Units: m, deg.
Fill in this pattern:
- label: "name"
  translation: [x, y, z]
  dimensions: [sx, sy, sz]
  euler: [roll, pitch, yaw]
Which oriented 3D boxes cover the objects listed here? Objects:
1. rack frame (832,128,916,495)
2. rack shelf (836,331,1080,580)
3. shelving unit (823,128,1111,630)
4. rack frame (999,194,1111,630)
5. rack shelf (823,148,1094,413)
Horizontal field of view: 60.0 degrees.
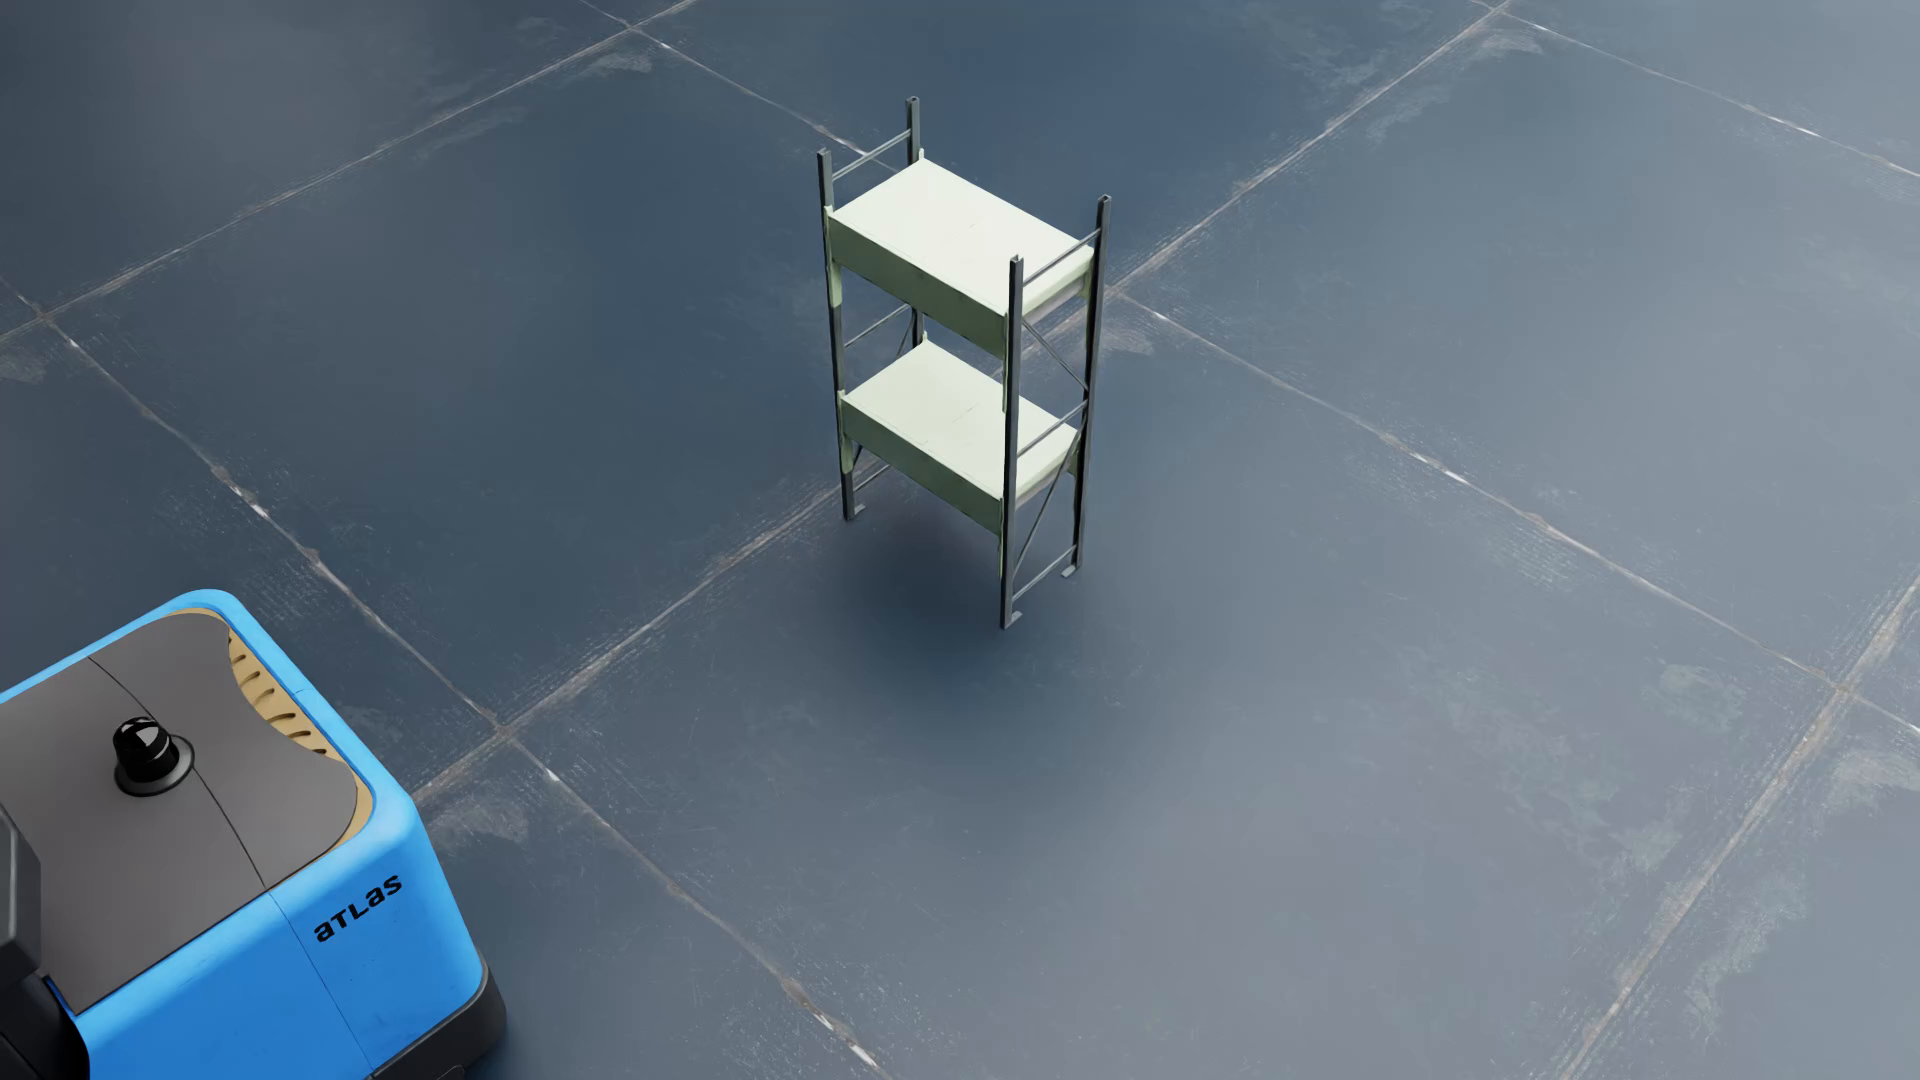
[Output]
- label: "rack frame"
  translation: [-0.263, -0.692, 5.371]
  dimensions: [0.010, 1.308, 0.380]
  euler: [34, 55, 28]
- label: "rack shelf"
  translation: [0.005, -0.287, 5.438]
  dimensions: [0.720, 0.370, 0.431]
  euler: [34, 55, 28]
- label: "shelving unit"
  translation: [0.007, -0.508, 5.199]
  dimensions: [0.748, 1.500, 0.431]
  euler: [34, 55, 28]
- label: "rack frame"
  translation: [0.274, -0.329, 5.030]
  dimensions: [0.023, 1.500, 0.400]
  euler: [34, 55, 28]
- label: "rack shelf"
  translation: [0.005, -0.777, 4.916]
  dimensions: [0.720, 0.370, 0.431]
  euler: [34, 55, 28]
